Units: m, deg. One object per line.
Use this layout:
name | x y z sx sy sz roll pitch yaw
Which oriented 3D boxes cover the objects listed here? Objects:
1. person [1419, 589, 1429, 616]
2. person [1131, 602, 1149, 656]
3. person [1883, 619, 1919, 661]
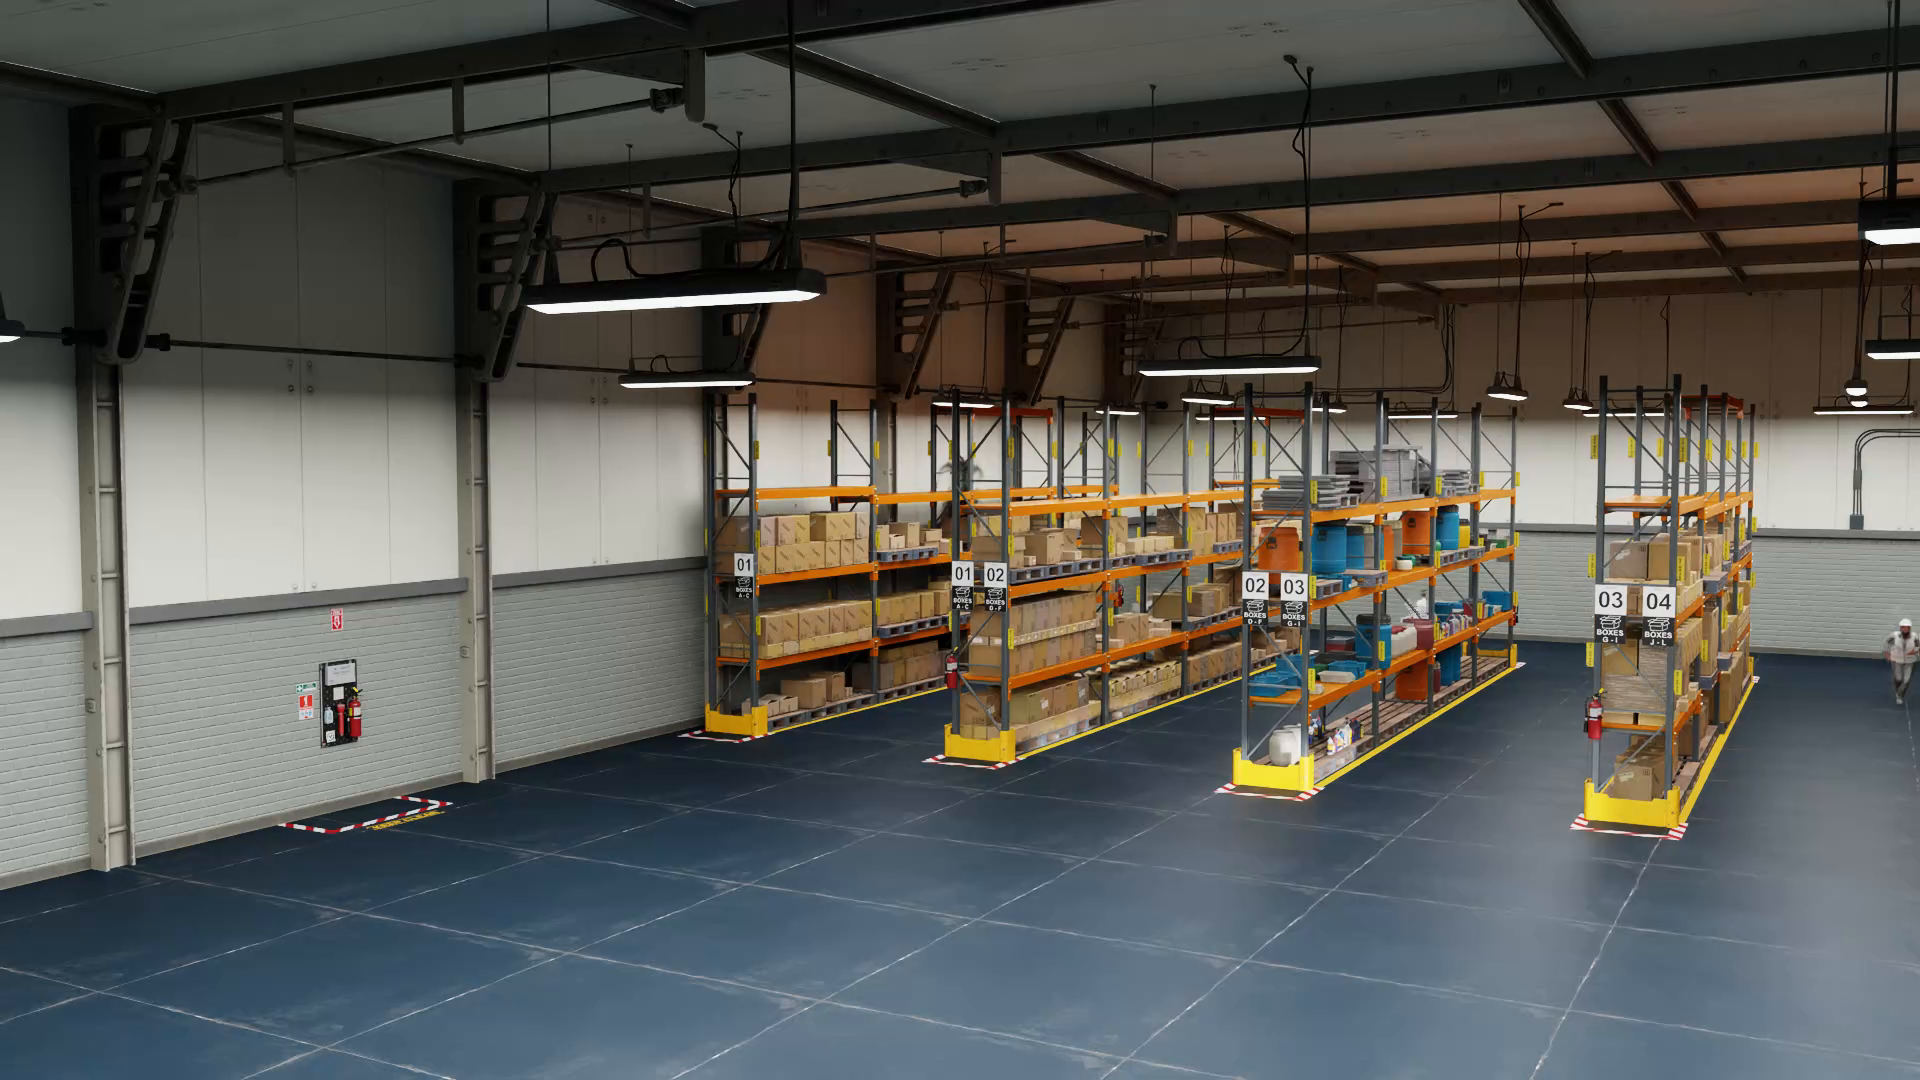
person | 11.217 2.001 40.408 0.556 1.650 0.520 -2 4 -32
person | 4.218 1.991 39.242 0.526 1.573 0.687 1 3 22
person | 18.550 1.987 32.678 0.638 0.880 0.637 1 3 19
